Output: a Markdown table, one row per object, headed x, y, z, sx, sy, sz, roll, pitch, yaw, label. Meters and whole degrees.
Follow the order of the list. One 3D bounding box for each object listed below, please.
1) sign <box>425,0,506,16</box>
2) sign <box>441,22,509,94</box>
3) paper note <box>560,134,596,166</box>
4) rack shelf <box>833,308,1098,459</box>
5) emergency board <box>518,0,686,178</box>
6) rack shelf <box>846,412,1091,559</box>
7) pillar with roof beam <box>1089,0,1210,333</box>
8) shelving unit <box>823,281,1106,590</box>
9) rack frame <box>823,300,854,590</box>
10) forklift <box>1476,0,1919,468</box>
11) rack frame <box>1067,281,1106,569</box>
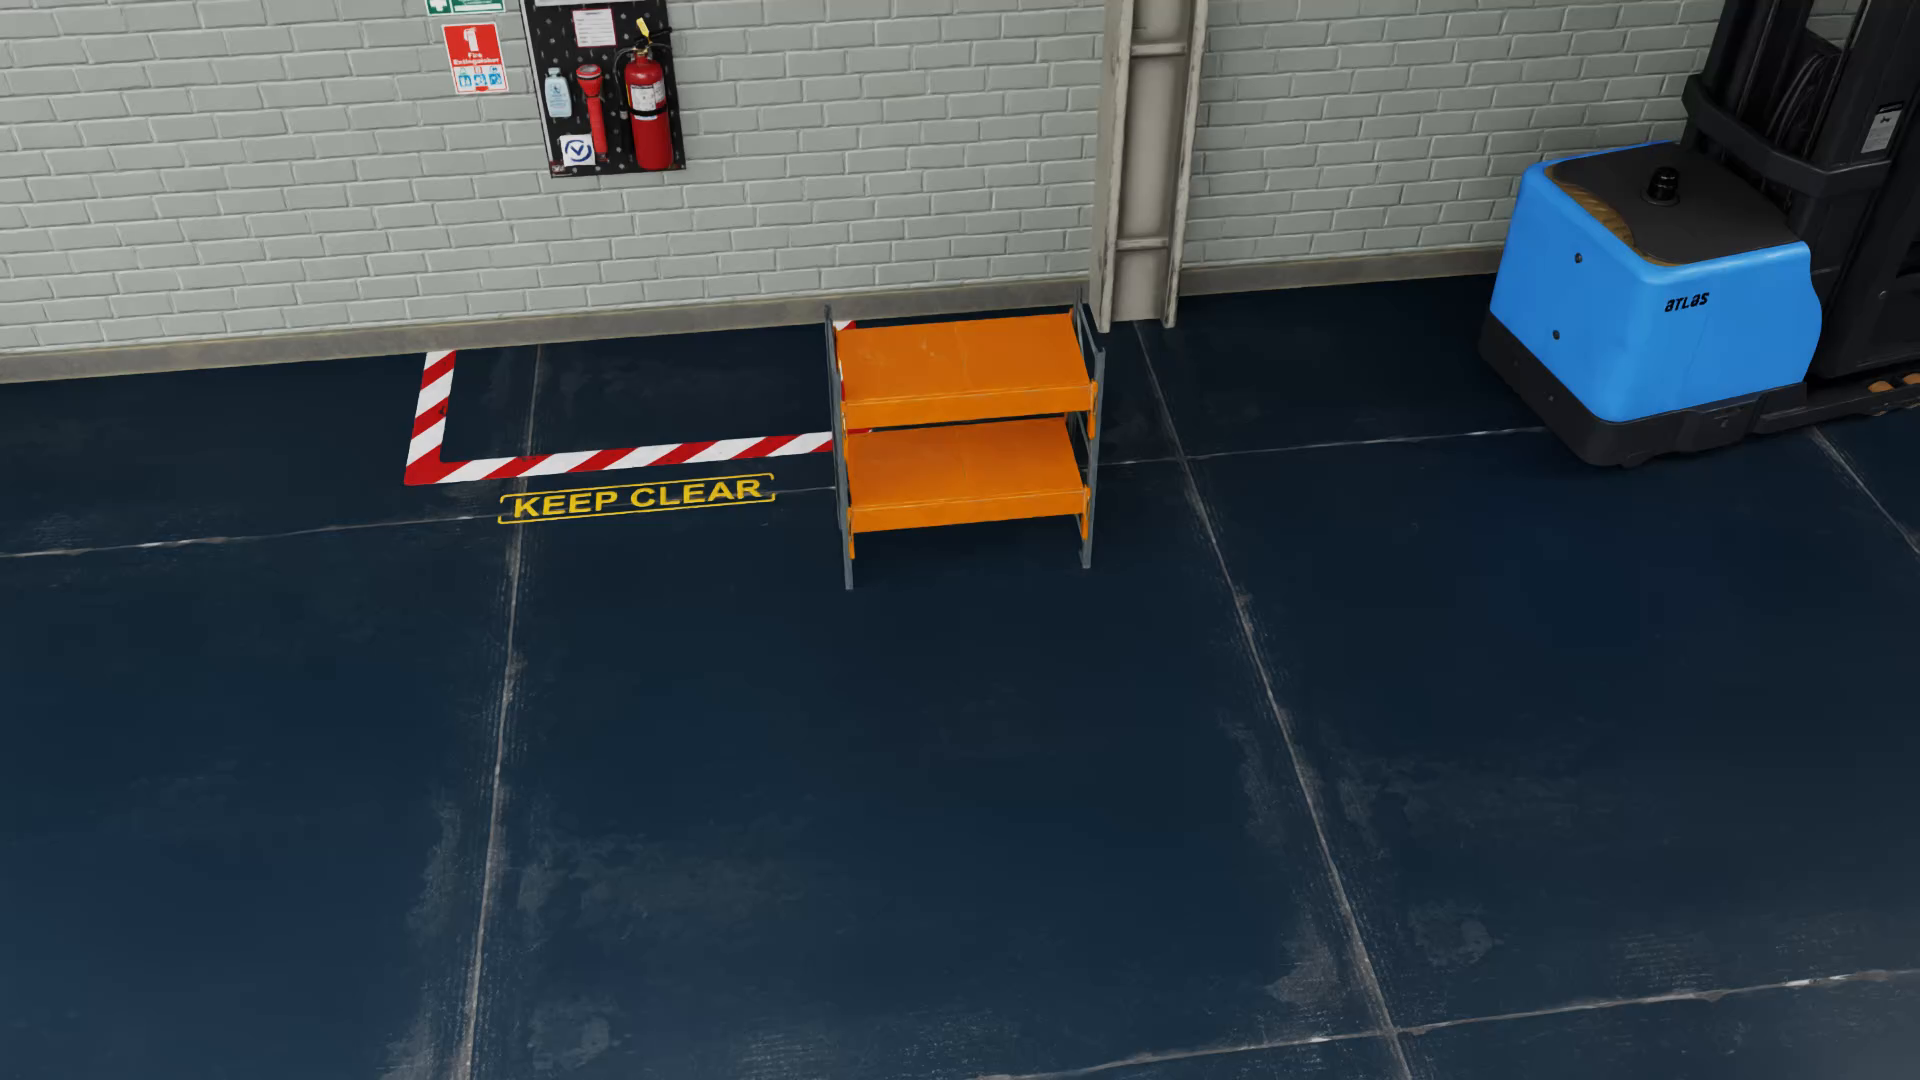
| x | y | z | sx | sy | sz | roll | pitch | yaw | label |
| --- | --- | --- | --- | --- | --- | --- | --- | --- | --- |
| -2.132 | -2.316 | 7.156 | 0.331 | 0.109 | 0.001 | -5 | 42 | -6 | sign |
| -2.138 | -2.125 | 7.340 | 0.234 | 0.329 | 0.001 | -5 | 42 | -6 | sign |
| -1.761 | -1.795 | 7.658 | 0.142 | 0.148 | 0.016 | -5 | 42 | -6 | paper note |
| 0.007 | -0.636 | 6.678 | 1.000 | 0.278 | 0.538 | -5 | 42 | -6 | rack shelf |
| -1.576 | -2.091 | 7.329 | 0.643 | 1.169 | 0.194 | -5 | 42 | -6 | emergency board |
| 0.007 | -0.237 | 7.038 | 1.000 | 0.278 | 0.538 | -5 | 42 | -6 | rack shelf |
| 1.437 | -1.649 | 2.360 | 0.400 | 9.000 | 9.100 | -5 | 42 | -6 | pillar with roof beam |
| 0.007 | -0.418 | 6.874 | 1.048 | 1.125 | 0.538 | -5 | 42 | -6 | shelving unit |
| -0.497 | -0.374 | 6.825 | 0.032 | 1.125 | 0.500 | -5 | 42 | -6 | rack frame |
| 4.114 | -2.001 | 7.280 | 3.031 | 2.935 | 1.130 | -13 | 44 | -13 | forklift |
| 0.511 | -0.462 | 6.923 | 0.032 | 1.125 | 0.500 | -5 | 42 | -6 | rack frame |
